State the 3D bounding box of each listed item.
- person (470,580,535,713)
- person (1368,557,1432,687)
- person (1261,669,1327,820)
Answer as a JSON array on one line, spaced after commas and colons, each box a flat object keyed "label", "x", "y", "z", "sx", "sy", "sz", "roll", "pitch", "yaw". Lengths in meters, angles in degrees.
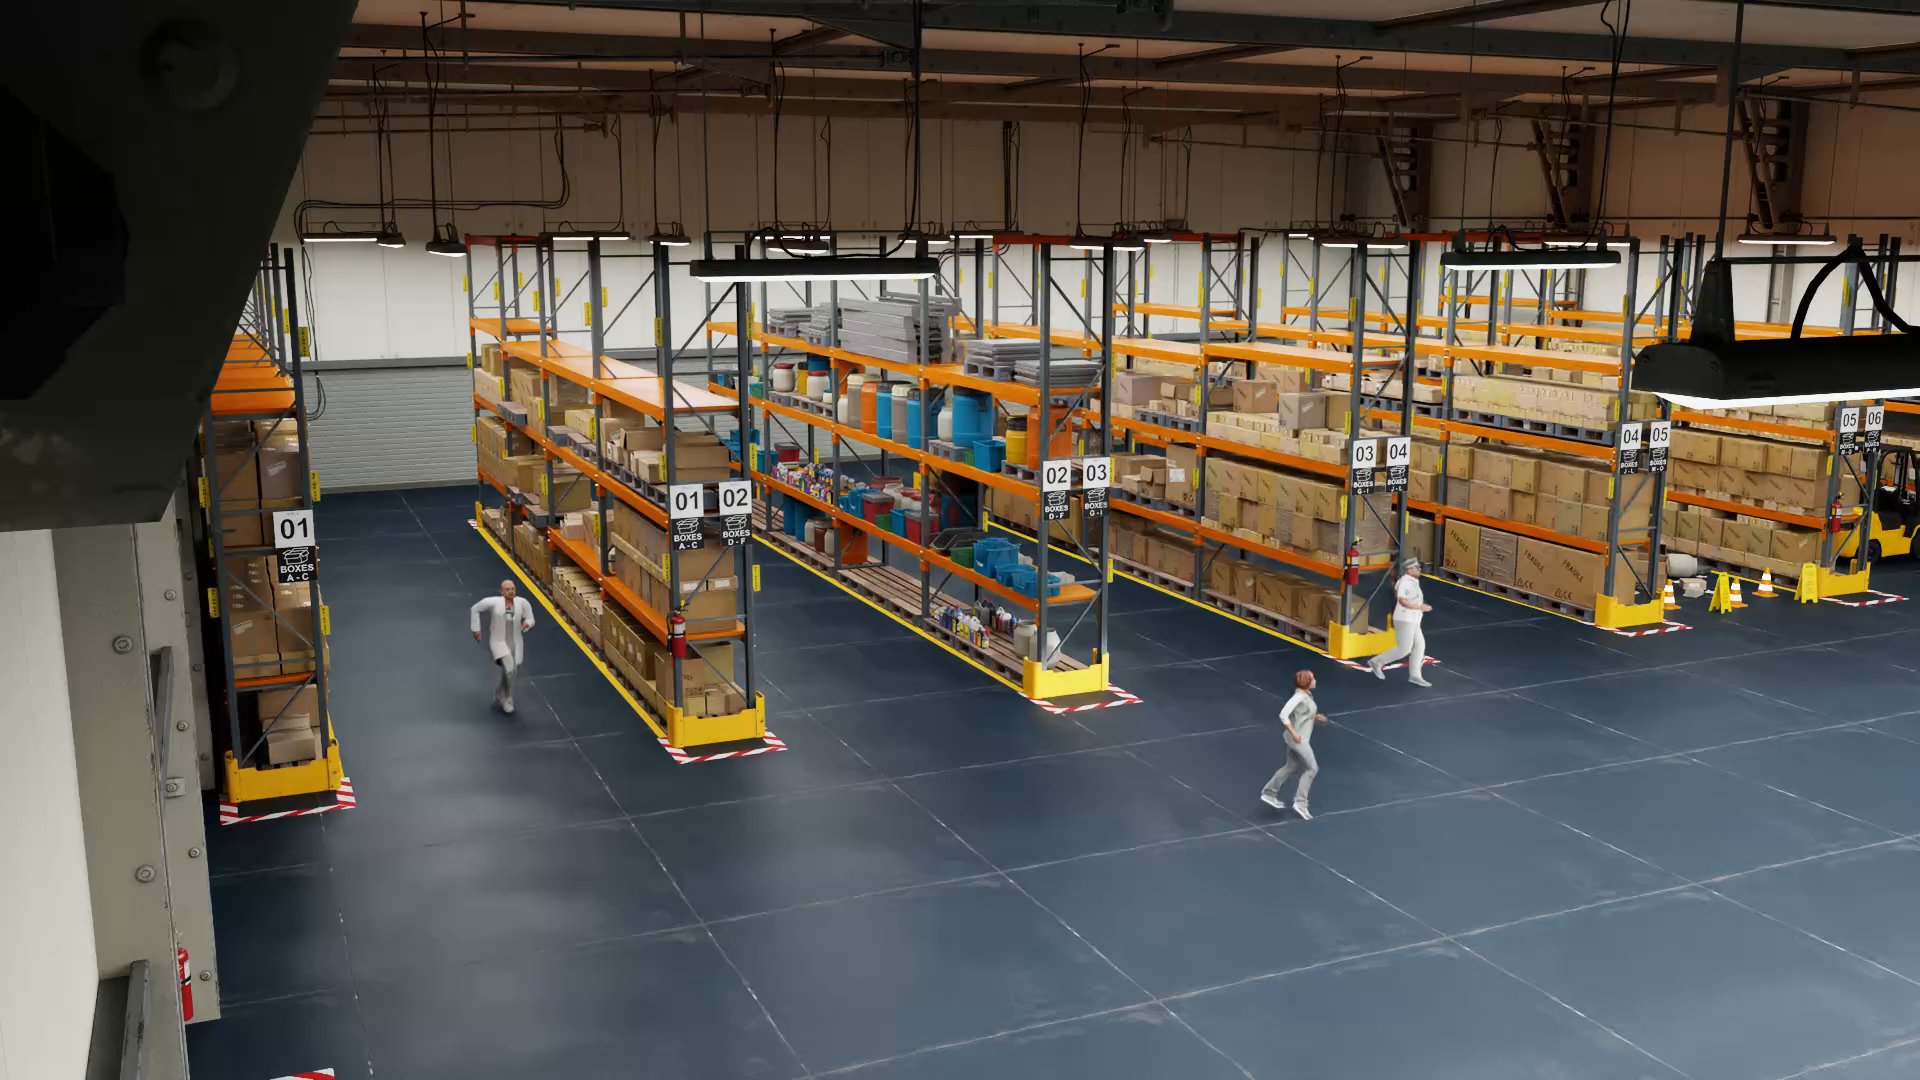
[{"label": "person", "x": -5.856, "y": 1.364, "z": 21.428, "sx": 0.749, "sy": 1.749, "sz": 0.868, "roll": -8, "pitch": 13, "yaw": -35}, {"label": "person", "x": 6.096, "y": 1.105, "z": 22.854, "sx": 0.863, "sy": 1.793, "sz": 0.670, "roll": 4, "pitch": 12, "yaw": 21}, {"label": "person", "x": 3.580, "y": 2.219, "z": 17.803, "sx": 0.671, "sy": 1.568, "sz": 0.547, "roll": 2, "pitch": 11, "yaw": 12}]
